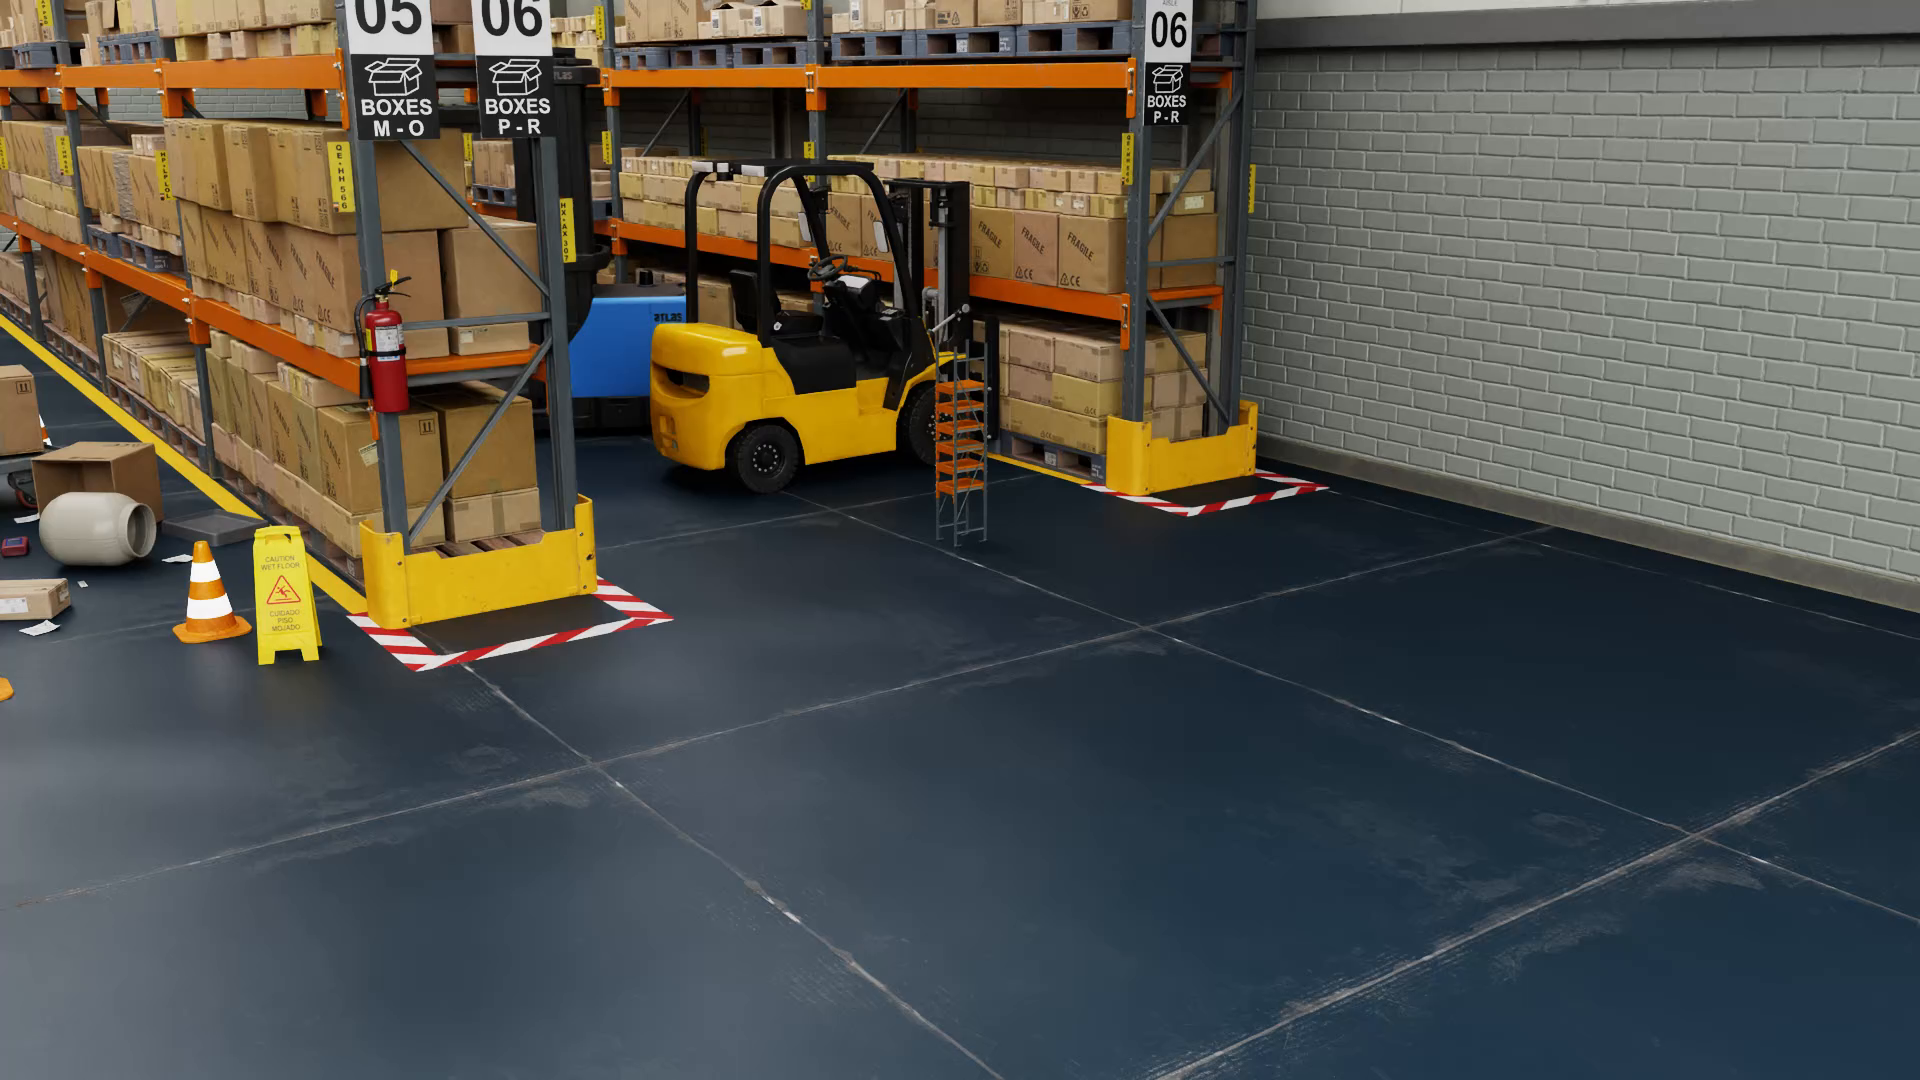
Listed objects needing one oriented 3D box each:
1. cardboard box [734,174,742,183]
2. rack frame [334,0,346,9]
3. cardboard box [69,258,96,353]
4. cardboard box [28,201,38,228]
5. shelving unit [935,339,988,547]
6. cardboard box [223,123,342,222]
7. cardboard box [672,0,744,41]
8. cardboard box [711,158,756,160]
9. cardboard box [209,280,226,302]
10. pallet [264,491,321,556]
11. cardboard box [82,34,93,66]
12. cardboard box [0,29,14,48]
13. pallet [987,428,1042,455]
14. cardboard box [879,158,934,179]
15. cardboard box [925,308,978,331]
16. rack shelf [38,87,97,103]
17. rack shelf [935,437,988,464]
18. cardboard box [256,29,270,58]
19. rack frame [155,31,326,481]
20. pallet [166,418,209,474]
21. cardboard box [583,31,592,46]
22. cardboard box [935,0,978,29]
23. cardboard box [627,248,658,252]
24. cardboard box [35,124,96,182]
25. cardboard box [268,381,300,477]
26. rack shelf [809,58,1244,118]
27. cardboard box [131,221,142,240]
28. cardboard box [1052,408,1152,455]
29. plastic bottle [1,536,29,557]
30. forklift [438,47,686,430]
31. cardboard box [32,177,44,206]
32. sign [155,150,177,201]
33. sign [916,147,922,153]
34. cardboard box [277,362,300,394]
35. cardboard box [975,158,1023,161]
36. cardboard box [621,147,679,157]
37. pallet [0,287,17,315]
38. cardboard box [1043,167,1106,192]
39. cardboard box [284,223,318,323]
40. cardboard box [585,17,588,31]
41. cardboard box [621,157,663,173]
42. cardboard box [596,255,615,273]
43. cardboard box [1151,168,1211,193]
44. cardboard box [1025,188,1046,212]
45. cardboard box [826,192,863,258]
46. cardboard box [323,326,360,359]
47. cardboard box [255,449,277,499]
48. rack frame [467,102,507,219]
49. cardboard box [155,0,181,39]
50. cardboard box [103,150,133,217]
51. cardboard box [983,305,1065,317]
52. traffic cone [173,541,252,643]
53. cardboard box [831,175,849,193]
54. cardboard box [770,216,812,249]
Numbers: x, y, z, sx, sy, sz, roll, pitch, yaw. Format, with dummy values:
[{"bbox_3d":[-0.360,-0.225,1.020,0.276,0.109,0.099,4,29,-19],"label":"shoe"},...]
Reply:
[{"bbox_3d":[-1.833,-3.336,15.166,0.380,0.149,0.250,-11,19,-36],"label":"cardboard box"},{"bbox_3d":[-2.481,-3.991,7.611,1.000,3.000,0.127,-11,19,-35],"label":"rack frame"},{"bbox_3d":[-8.045,-2.335,16.154,0.875,0.875,0.875,-11,19,-34],"label":"cardboard box"},{"bbox_3d":[-8.897,-3.230,16.481,0.500,0.250,0.500,-11,19,-35],"label":"cardboard box"},{"bbox_3d":[0.009,-0.576,9.906,0.258,1.200,0.189,-11,19,-35],"label":"shelving unit"},{"bbox_3d":[-3.633,-2.049,9.232,0.700,0.500,0.500,-11,19,-35],"label":"cardboard box"},{"bbox_3d":[-2.345,-4.913,15.487,0.500,0.500,0.500,-10,18,-33],"label":"cardboard box"},{"bbox_3d":[-2.269,-3.755,16.695,0.380,0.149,0.250,-11,19,-36],"label":"cardboard box"},{"bbox_3d":[-4.717,-1.667,10.962,0.380,0.149,0.250,-10,18,-33],"label":"cardboard box"},{"bbox_3d":[-3.688,-0.208,10.436,1.003,0.211,1.213,-11,19,-35],"label":"pallet"},{"bbox_3d":[-6.987,-4.039,13.725,0.396,0.266,0.258,-11,19,-35],"label":"cardboard box"},{"bbox_3d":[-9.076,-4.872,16.159,0.380,0.166,0.250,-12,20,-38],"label":"cardboard box"},{"bbox_3d":[0.335,-0.941,13.113,1.003,0.211,1.213,-11,19,-35],"label":"pallet"},{"bbox_3d":[-0.420,-2.947,13.181,0.380,0.149,0.250,-10,18,-33],"label":"cardboard box"},{"bbox_3d":[-0.195,-1.714,13.176,0.500,0.250,0.500,-10,18,-33],"label":"cardboard box"},{"bbox_3d":[-10.713,-5.187,19.025,1.077,0.370,4.000,-11,19,-35],"label":"rack shelf"},{"bbox_3d":[0.009,-0.533,9.918,0.258,0.103,0.180,-11,19,-35],"label":"rack shelf"},{"bbox_3d":[-3.647,-2.734,9.175,0.380,0.149,0.250,-11,19,-36],"label":"cardboard box"},{"bbox_3d":[-4.833,-1.951,11.524,1.000,3.000,0.127,-11,19,-35],"label":"rack frame"},{"bbox_3d":[-5.292,-0.773,12.499,1.003,0.211,1.213,-11,19,-35],"label":"pallet"},{"bbox_3d":[-3.712,-5.240,17.387,0.380,0.149,0.250,-11,19,-36],"label":"cardboard box"},{"bbox_3d":[0.240,-4.038,12.284,0.797,0.503,0.637,-10,18,-33],"label":"cardboard box"},{"bbox_3d":[-3.657,-3.220,18.871,0.380,0.149,0.250,-12,19,-37],"label":"cardboard box"},{"bbox_3d":[-8.295,-3.621,15.542,0.500,0.500,0.500,-11,19,-34],"label":"cardboard box"},{"bbox_3d":[-3.764,-0.686,9.892,0.500,0.500,0.500,-11,19,-36],"label":"cardboard box"},{"bbox_3d":[0.356,-3.395,12.481,1.077,0.370,4.000,-11,19,-35],"label":"rack shelf"},{"bbox_3d":[-6.233,-2.436,12.975,0.380,0.149,0.250,-10,18,-33],"label":"cardboard box"},{"bbox_3d":[1.000,-0.796,11.716,0.500,0.250,0.500,-11,19,-34],"label":"cardboard box"},{"bbox_3d":[-5.591,0.032,9.842,0.133,0.061,0.283,-7,17,-25],"label":"plastic bottle"},{"bbox_3d":[-3.615,-2.337,13.062,3.031,2.935,1.130,-2,15,-9],"label":"forklift"},{"bbox_3d":[-8.603,-3.364,16.023,0.500,0.250,0.500,-12,19,-36],"label":"cardboard box"},{"bbox_3d":[-5.280,-2.423,11.054,0.100,0.325,0.005,-11,19,-35],"label":"sign"},{"bbox_3d":[-0.372,-3.265,14.533,0.100,0.325,0.005,-11,19,-35],"label":"sign"},{"bbox_3d":[-3.732,-0.958,9.656,0.380,0.149,0.250,-10,18,-32],"label":"cardboard box"},{"bbox_3d":[0.339,-2.928,13.109,0.380,0.149,0.250,-11,19,-35],"label":"cardboard box"},{"bbox_3d":[-3.348,-3.962,17.884,0.500,0.500,0.500,-10,18,-32],"label":"cardboard box"},{"bbox_3d":[-11.355,-3.010,20.675,1.003,0.211,1.213,-11,19,-35],"label":"pallet"},{"bbox_3d":[0.805,-2.516,11.607,0.380,0.149,0.250,-10,18,-33],"label":"cardboard box"},{"bbox_3d":[-3.314,-1.470,9.011,0.500,0.500,0.500,-11,19,-34],"label":"cardboard box"},{"bbox_3d":[-3.682,-5.387,17.360,0.380,0.149,0.250,-12,19,-36],"label":"cardboard box"},{"bbox_3d":[-3.223,-3.824,16.948,0.380,0.149,0.250,-10,18,-33],"label":"cardboard box"},{"bbox_3d":[-3.853,-3.006,18.089,0.380,0.149,0.250,-12,19,-37],"label":"cardboard box"},{"bbox_3d":[1.507,-2.478,11.466,0.380,0.149,0.250,-11,19,-36],"label":"cardboard box"},{"bbox_3d":[0.688,-2.430,11.853,0.380,0.149,0.250,-11,19,-35],"label":"cardboard box"},{"bbox_3d":[-0.770,-2.636,13.835,0.500,0.500,0.500,-12,19,-36],"label":"cardboard box"},{"bbox_3d":[-3.113,-1.060,8.742,0.380,0.149,0.250,-11,19,-35],"label":"cardboard box"},{"bbox_3d":[-4.067,-0.435,10.396,0.500,0.250,0.500,-11,19,-35],"label":"cardboard box"},{"bbox_3d":[-5.524,-4.431,20.583,1.000,3.000,0.127,-11,19,-35],"label":"rack frame"},{"bbox_3d":[-4.796,-3.333,10.610,0.500,0.250,0.500,-11,19,-36],"label":"cardboard box"},{"bbox_3d":[-6.478,-2.845,13.241,0.500,0.500,0.500,-10,18,-34],"label":"cardboard box"},{"bbox_3d":[0.525,-1.684,13.067,0.500,0.250,0.500,-11,19,-36],"label":"cardboard box"},{"bbox_3d":[-3.777,0.235,8.342,0.336,0.463,0.334,-11,19,-35],"label":"traffic cone"},{"bbox_3d":[-0.845,-2.975,13.845,0.380,0.149,0.250,-11,19,-35],"label":"cardboard box"},{"bbox_3d":[-1.328,-2.717,14.607,0.500,0.250,0.500,-10,18,-33],"label":"cardboard box"}]
